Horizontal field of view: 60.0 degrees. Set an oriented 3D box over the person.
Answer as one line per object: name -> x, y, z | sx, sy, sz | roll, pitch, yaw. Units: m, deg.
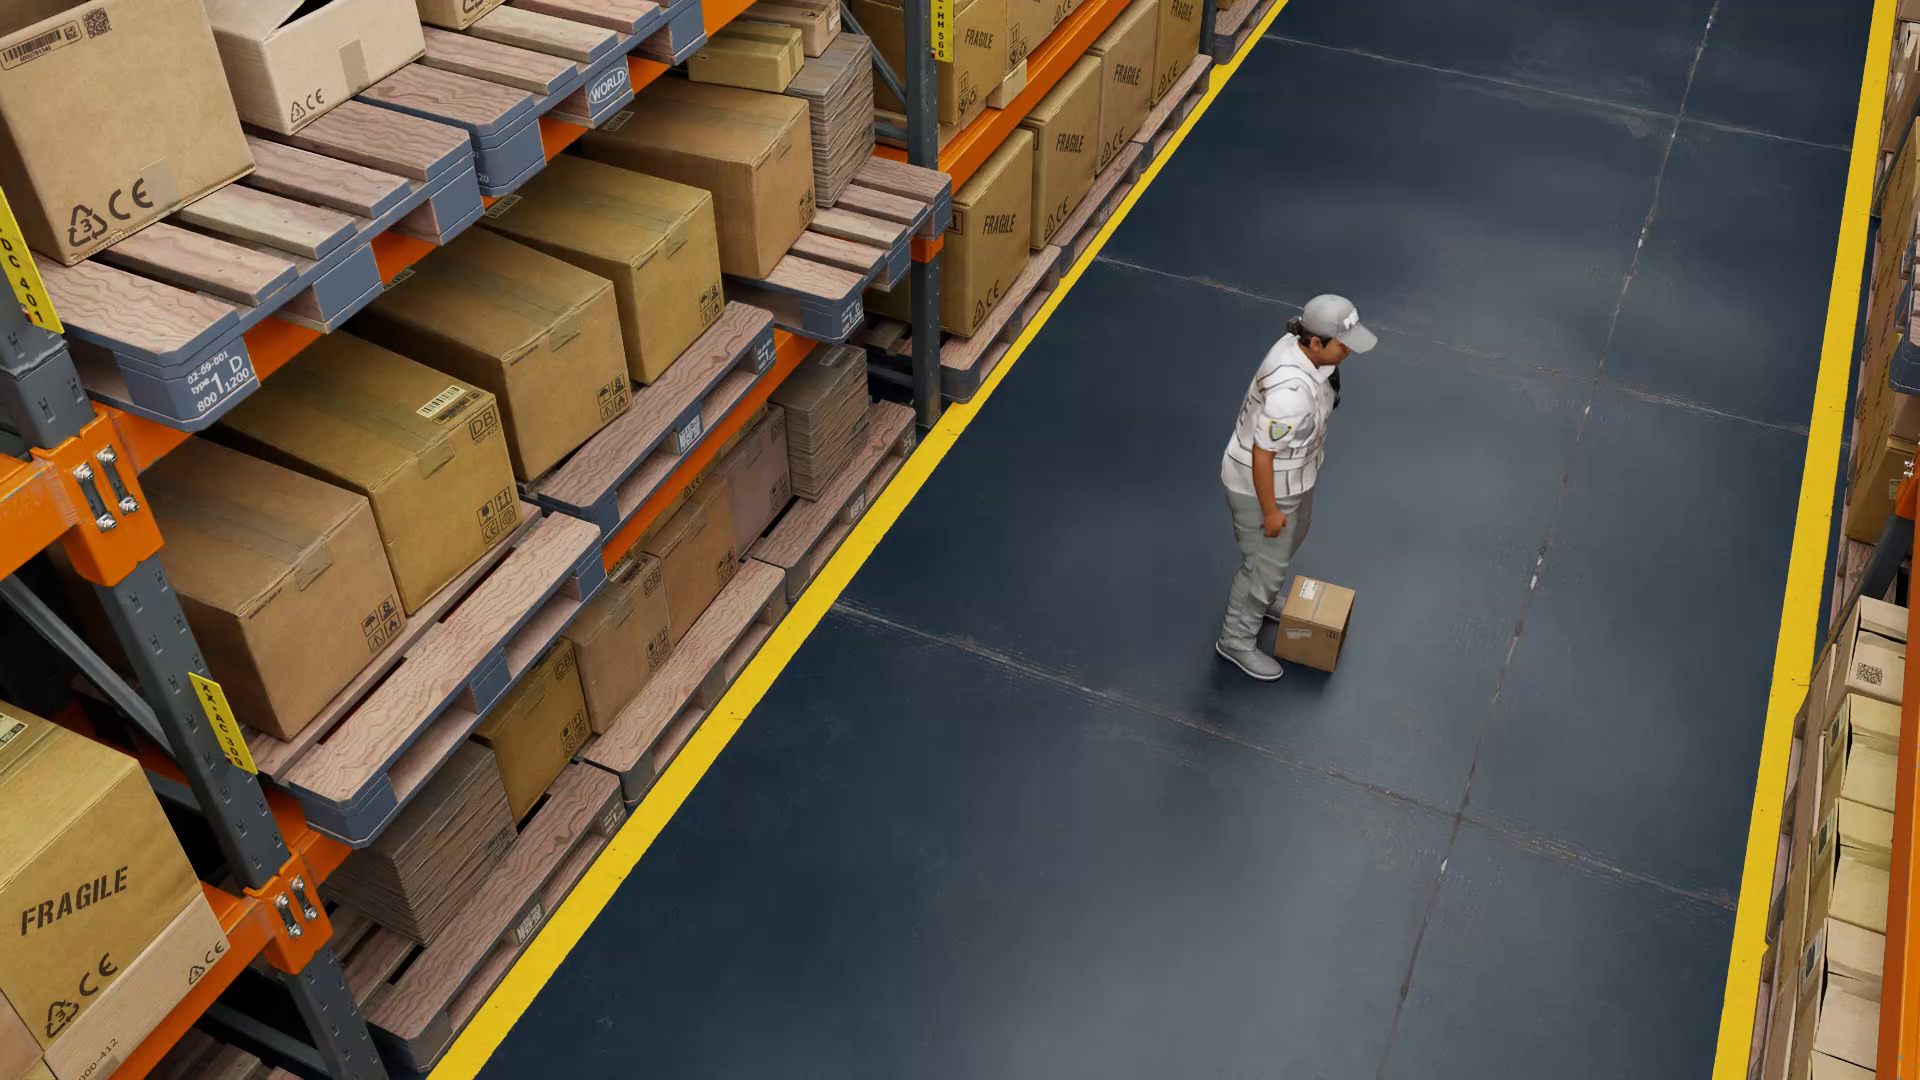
person -> 1.252, -0.232, 6.411 | 0.468, 1.666, 0.541 | 17, 45, 18
